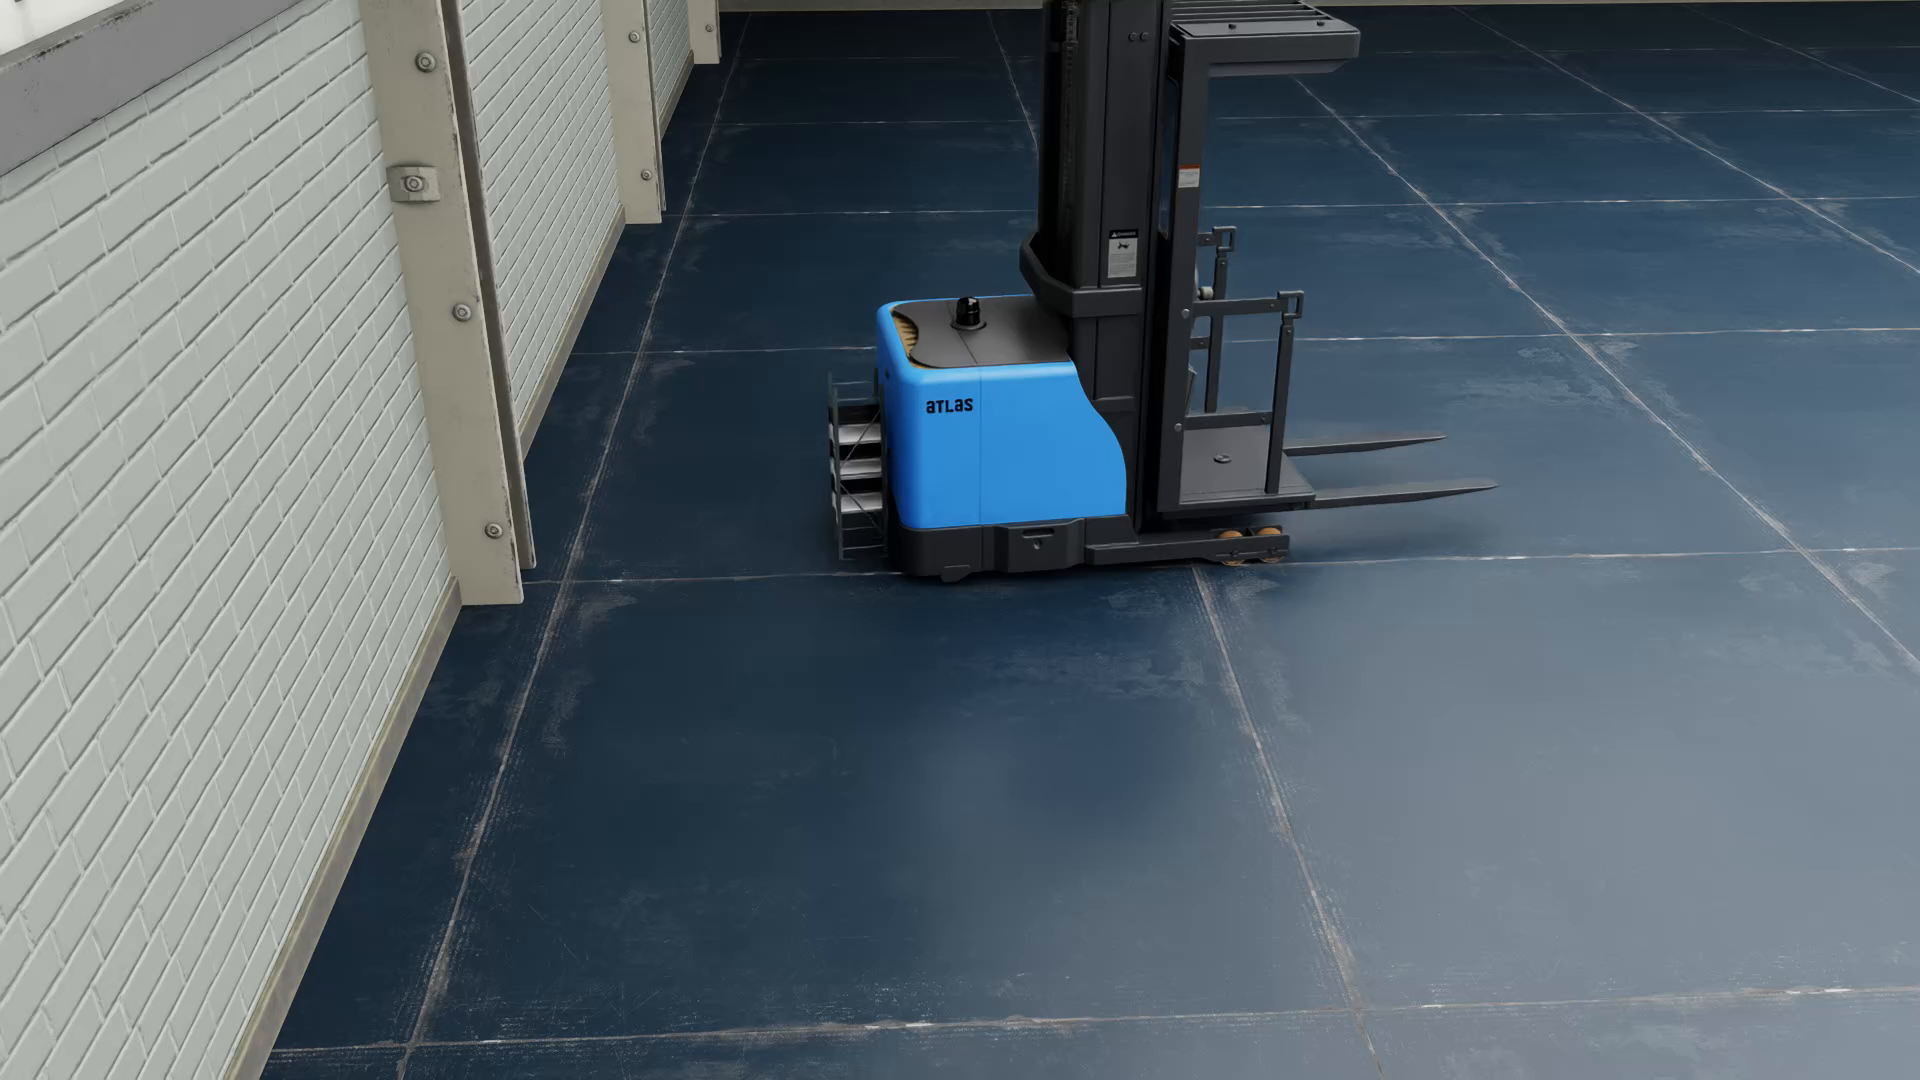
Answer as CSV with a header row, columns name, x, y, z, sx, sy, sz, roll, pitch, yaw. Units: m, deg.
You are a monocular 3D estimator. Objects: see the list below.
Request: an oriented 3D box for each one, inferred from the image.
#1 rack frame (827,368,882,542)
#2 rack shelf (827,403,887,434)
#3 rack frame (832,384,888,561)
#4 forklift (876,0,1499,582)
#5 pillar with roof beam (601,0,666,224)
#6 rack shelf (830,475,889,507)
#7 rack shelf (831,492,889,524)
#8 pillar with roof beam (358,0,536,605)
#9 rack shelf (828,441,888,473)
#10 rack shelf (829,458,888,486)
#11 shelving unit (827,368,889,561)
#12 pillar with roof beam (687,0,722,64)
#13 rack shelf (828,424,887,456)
name,x,y,z,sx,sy,sz,roll,pitch,yaw
rack frame,-0.505,-0.401,8.047,0.240,0.900,0.006,-5,28,-9
rack shelf,-0.487,-0.565,7.848,0.258,0.077,0.200,-5,28,-9
rack frame,-0.468,-0.309,7.869,0.240,0.900,0.006,-5,28,-9
forklift,1.139,-1.411,7.786,3.031,2.935,1.130,-4,28,-8
pillar with roof beam,1.795,-6.659,11.287,9.100,9.000,0.400,-1,28,-3
rack shelf,-0.487,-0.246,8.015,0.258,0.077,0.200,-5,28,-9
rack shelf,-0.487,-0.166,8.057,0.258,0.077,0.200,-5,28,-9
pillar with roof beam,2.108,-3.888,5.974,9.100,9.000,0.400,-1,28,-3
rack shelf,-0.487,-0.405,7.932,0.258,0.077,0.200,-5,28,-9
rack shelf,-0.487,-0.326,7.973,0.258,0.077,0.200,-5,28,-9
shelving unit,-0.487,-0.355,7.958,0.258,0.900,0.210,-5,28,-9
pillar with roof beam,1.482,-9.430,16.599,9.100,9.000,0.400,-1,28,-3
rack shelf,-0.487,-0.485,7.890,0.258,0.077,0.200,-5,28,-9
